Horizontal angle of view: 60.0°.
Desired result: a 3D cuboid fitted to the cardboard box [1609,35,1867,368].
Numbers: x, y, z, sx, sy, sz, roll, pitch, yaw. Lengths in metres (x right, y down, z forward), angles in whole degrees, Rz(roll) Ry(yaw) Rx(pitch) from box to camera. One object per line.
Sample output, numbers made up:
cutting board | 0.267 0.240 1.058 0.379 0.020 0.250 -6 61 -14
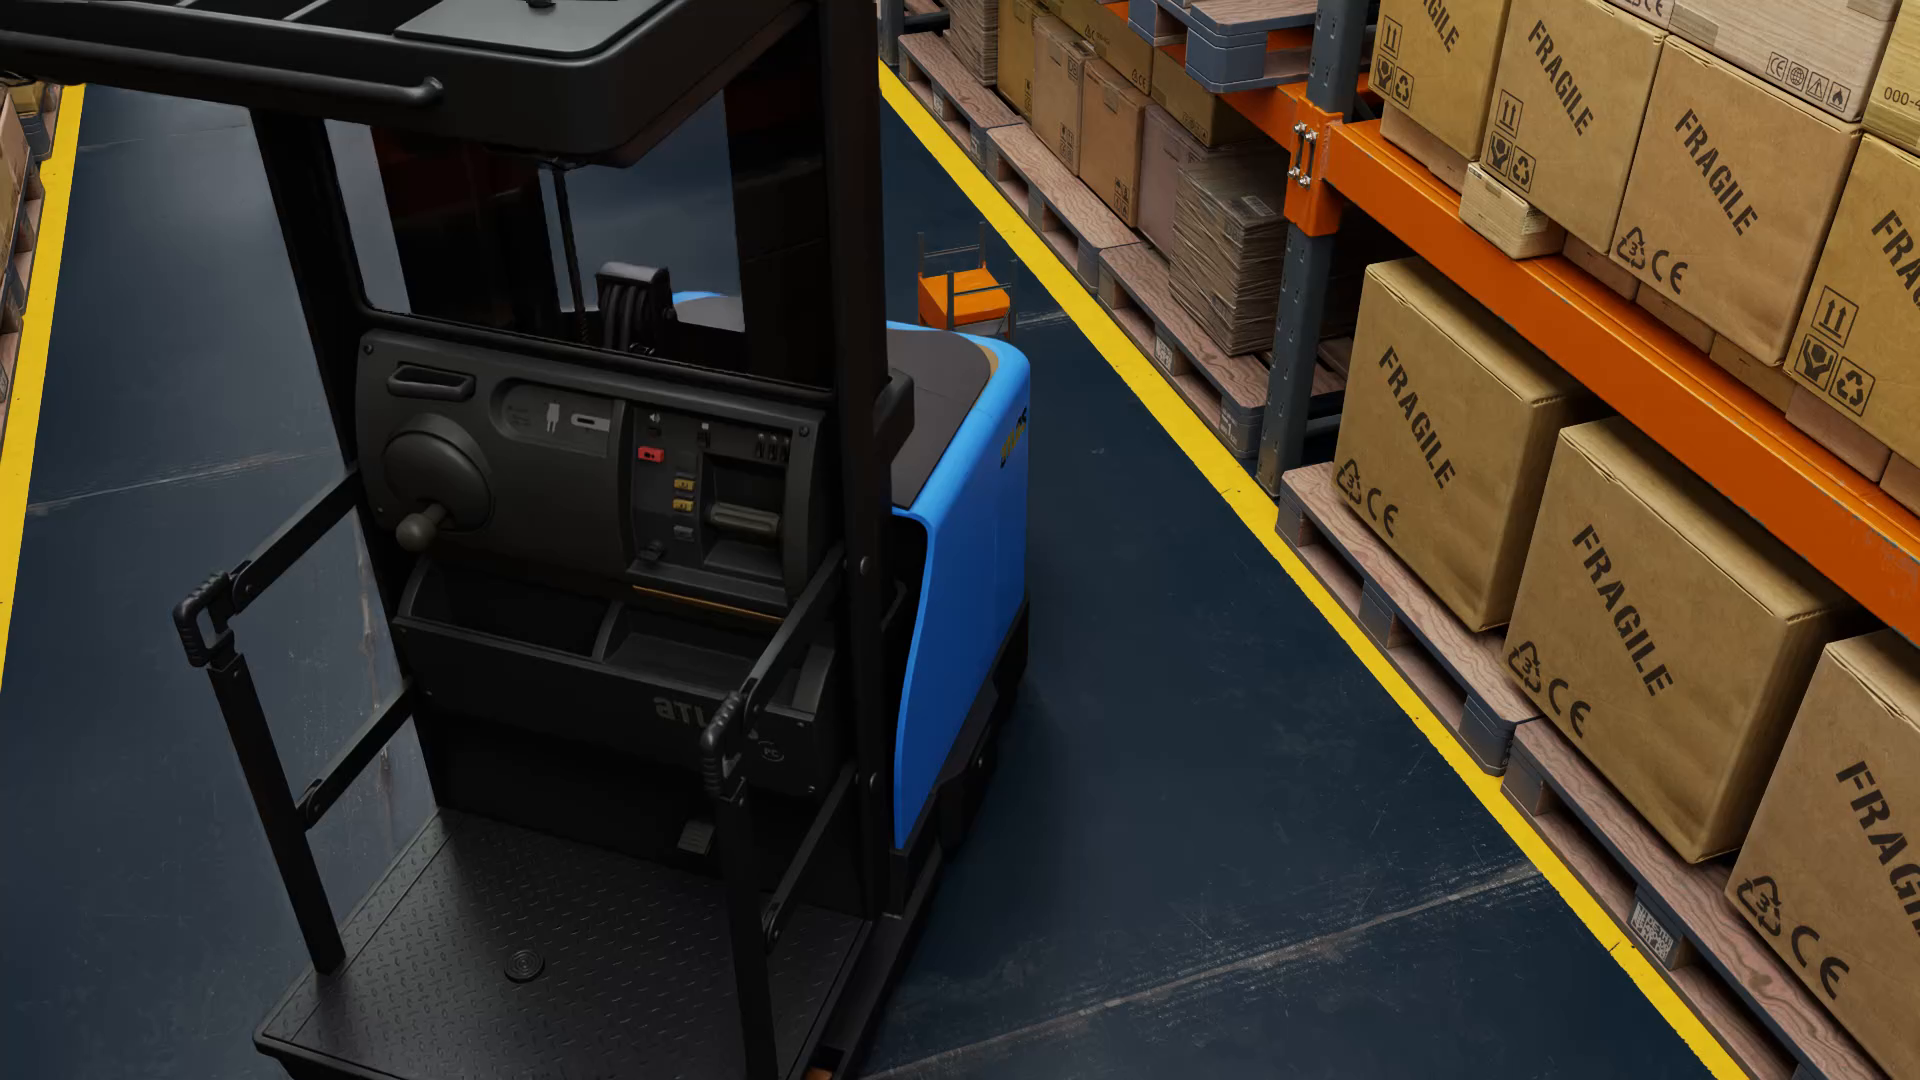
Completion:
cardboard box | 1.736 -0.727 3.375 0.500 0.500 0.500 -13 39 -16

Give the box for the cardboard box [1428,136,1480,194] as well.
cardboard box | 1.442 -0.995 4.270 0.380 0.149 0.250 -12 39 -15

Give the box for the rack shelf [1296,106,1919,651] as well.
rack shelf | 2.156 -0.048 3.419 1.077 0.370 4.000 -12 39 -16

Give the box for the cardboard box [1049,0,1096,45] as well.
cardboard box | 0.698 -2.248 6.831 0.500 0.250 0.500 -14 39 -17

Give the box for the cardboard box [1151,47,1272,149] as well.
cardboard box | 1.034 -1.673 6.067 0.500 0.250 0.500 -12 39 -15

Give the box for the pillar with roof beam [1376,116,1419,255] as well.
pillar with roof beam | -2.209 -3.884 2.927 9.100 9.000 0.400 -12 39 -16

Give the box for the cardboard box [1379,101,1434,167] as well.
cardboard box | 1.364 -1.139 4.462 0.380 0.149 0.250 -13 39 -17

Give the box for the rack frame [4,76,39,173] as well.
rack frame | -4.558 -2.698 6.338 1.000 3.000 0.127 -12 39 -16

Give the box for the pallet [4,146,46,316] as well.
pallet | -4.268 -1.176 6.635 1.003 0.211 1.213 -12 39 -16

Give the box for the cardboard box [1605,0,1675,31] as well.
cardboard box | 1.568 -1.319 3.537 0.500 0.250 0.500 -13 39 -17

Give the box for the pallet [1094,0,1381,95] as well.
pallet | 1.123 -1.770 5.266 1.213 0.211 1.003 -12 39 -16

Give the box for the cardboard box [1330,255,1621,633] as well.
cardboard box | 1.598 -0.332 4.635 0.750 0.750 0.750 -13 39 -17

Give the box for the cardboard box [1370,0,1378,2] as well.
cardboard box | 1.297 -1.945 4.890 0.700 0.500 0.500 -17 40 -21

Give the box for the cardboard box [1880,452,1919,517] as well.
cardboard box | 1.986 -0.125 3.115 0.380 0.149 0.250 -11 38 -15

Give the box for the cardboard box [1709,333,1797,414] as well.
cardboard box | 1.833 -0.418 3.504 0.380 0.149 0.250 -12 39 -15

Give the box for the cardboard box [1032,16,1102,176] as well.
cardboard box | 0.723 -1.912 7.007 0.700 0.500 0.500 -12 39 -15

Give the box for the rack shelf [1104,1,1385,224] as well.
rack shelf | 0.780 -2.308 6.419 1.077 0.370 4.000 -12 39 -16

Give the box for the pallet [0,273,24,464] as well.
pallet | -3.845 -0.485 5.719 1.003 0.211 1.213 -12 39 -16

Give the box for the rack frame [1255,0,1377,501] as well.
rack frame | 1.468 -1.466 4.703 1.000 3.000 0.127 -12 39 -16

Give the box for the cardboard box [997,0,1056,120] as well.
cardboard box | 0.585 -2.209 7.401 0.700 0.500 0.500 -13 39 -17

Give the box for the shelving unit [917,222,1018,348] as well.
shelving unit | 0.018 -0.389 4.894 0.215 1.050 0.252 -12 39 -16

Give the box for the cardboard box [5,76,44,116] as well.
cardboard box | -4.433 -2.092 7.470 0.500 0.250 0.500 -12 39 -16

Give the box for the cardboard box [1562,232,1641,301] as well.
cardboard box | 1.657 -0.711 3.893 0.380 0.149 0.250 -13 39 -16

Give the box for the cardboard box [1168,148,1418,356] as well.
cardboard box | 1.171 -1.039 5.848 0.700 0.500 0.500 -12 39 -15

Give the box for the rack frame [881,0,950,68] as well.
rack frame | 0.092 -3.725 7.703 1.000 3.000 0.127 -12 39 -16

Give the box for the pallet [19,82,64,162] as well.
pallet | -4.793 -2.042 7.785 1.003 0.211 1.213 -12 39 -16

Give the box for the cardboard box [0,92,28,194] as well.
cardboard box | -4.143 -1.593 6.808 0.500 0.250 0.500 -13 39 -16

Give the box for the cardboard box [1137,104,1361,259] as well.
cardboard box | 1.103 -1.354 6.266 0.700 0.500 0.500 -13 39 -16

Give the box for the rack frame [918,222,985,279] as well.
rack frame | -0.024 -0.458 4.986 0.200 1.050 0.008 -12 39 -16

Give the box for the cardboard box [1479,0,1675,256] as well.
cardboard box | 1.566 -1.007 3.747 0.500 0.500 0.500 -11 38 -14

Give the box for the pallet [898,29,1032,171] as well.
pallet | 0.361 -2.172 7.958 1.003 0.211 1.213 -12 39 -16

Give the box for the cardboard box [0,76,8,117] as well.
cardboard box | -4.150 -1.822 6.645 0.500 0.311 0.500 -12 39 -16

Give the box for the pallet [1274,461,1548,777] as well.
pallet | 1.669 0.109 4.930 1.003 0.211 1.213 -12 39 -16

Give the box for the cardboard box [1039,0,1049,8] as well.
cardboard box | 0.515 -2.542 7.220 0.500 0.250 0.500 -13 39 -17

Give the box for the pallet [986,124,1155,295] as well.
pallet | 0.784 -1.482 7.042 1.003 0.211 1.213 -12 39 -16

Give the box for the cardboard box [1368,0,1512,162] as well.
cardboard box | 1.395 -1.305 4.142 0.500 0.500 0.500 -11 38 -15

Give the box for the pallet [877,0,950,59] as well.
pallet | -0.173 -2.984 9.035 1.003 0.211 1.213 -12 39 -16

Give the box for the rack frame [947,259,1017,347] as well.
rack frame | 0.060 -0.320 4.803 0.200 1.050 0.008 -12 39 -16

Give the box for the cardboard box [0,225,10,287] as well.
cardboard box | -3.795 -1.018 6.044 0.500 0.250 0.500 -12 39 -15

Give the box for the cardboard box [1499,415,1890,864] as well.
cardboard box | 1.893 0.164 3.977 0.750 0.750 0.750 -13 39 -16

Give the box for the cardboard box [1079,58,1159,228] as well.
cardboard box | 0.906 -1.629 6.631 0.700 0.500 0.500 -13 39 -16

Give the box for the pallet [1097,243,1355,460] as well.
pallet | 1.201 -0.794 6.128 1.003 0.211 1.213 -12 39 -16

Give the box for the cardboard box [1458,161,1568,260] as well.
cardboard box | 1.454 -0.828 4.048 0.380 0.149 0.250 -11 38 -15

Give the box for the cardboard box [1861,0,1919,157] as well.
cardboard box | 1.925 -0.750 2.782 0.500 0.250 0.500 -13 39 -17

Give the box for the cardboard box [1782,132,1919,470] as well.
cardboard box | 1.923 -0.434 2.986 0.500 0.500 0.500 -11 38 -15

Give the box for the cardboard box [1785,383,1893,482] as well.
cardboard box | 1.902 -0.275 3.314 0.380 0.149 0.250 -12 39 -16

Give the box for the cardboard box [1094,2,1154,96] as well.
cardboard box | 0.852 -1.963 6.451 0.500 0.250 0.500 -13 39 -16

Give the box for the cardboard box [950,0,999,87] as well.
cardboard box | 0.360 -2.490 7.775 0.700 0.500 0.500 -11 38 -14

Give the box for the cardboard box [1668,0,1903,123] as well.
cardboard box | 1.744 -1.037 3.163 0.500 0.250 0.500 -12 39 -16

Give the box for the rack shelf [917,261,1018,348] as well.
rack shelf | 0.018 -0.607 4.730 0.215 0.259 0.240 -12 39 -16

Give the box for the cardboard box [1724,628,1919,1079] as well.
cardboard box | 2.190 0.643 3.341 0.750 0.750 0.750 -11 38 -15

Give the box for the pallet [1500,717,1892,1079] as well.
pallet | 2.085 0.797 4.016 1.003 0.211 1.213 -12 39 -16

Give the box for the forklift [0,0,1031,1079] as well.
forklift | -0.762 -0.054 2.885 1.130 2.935 3.031 11 38 15

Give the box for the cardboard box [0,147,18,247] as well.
cardboard box | -3.971 -1.307 6.428 0.500 0.250 0.500 -13 39 -17

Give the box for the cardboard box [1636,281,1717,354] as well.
cardboard box | 1.754 -0.566 3.701 0.380 0.149 0.250 -12 39 -15
